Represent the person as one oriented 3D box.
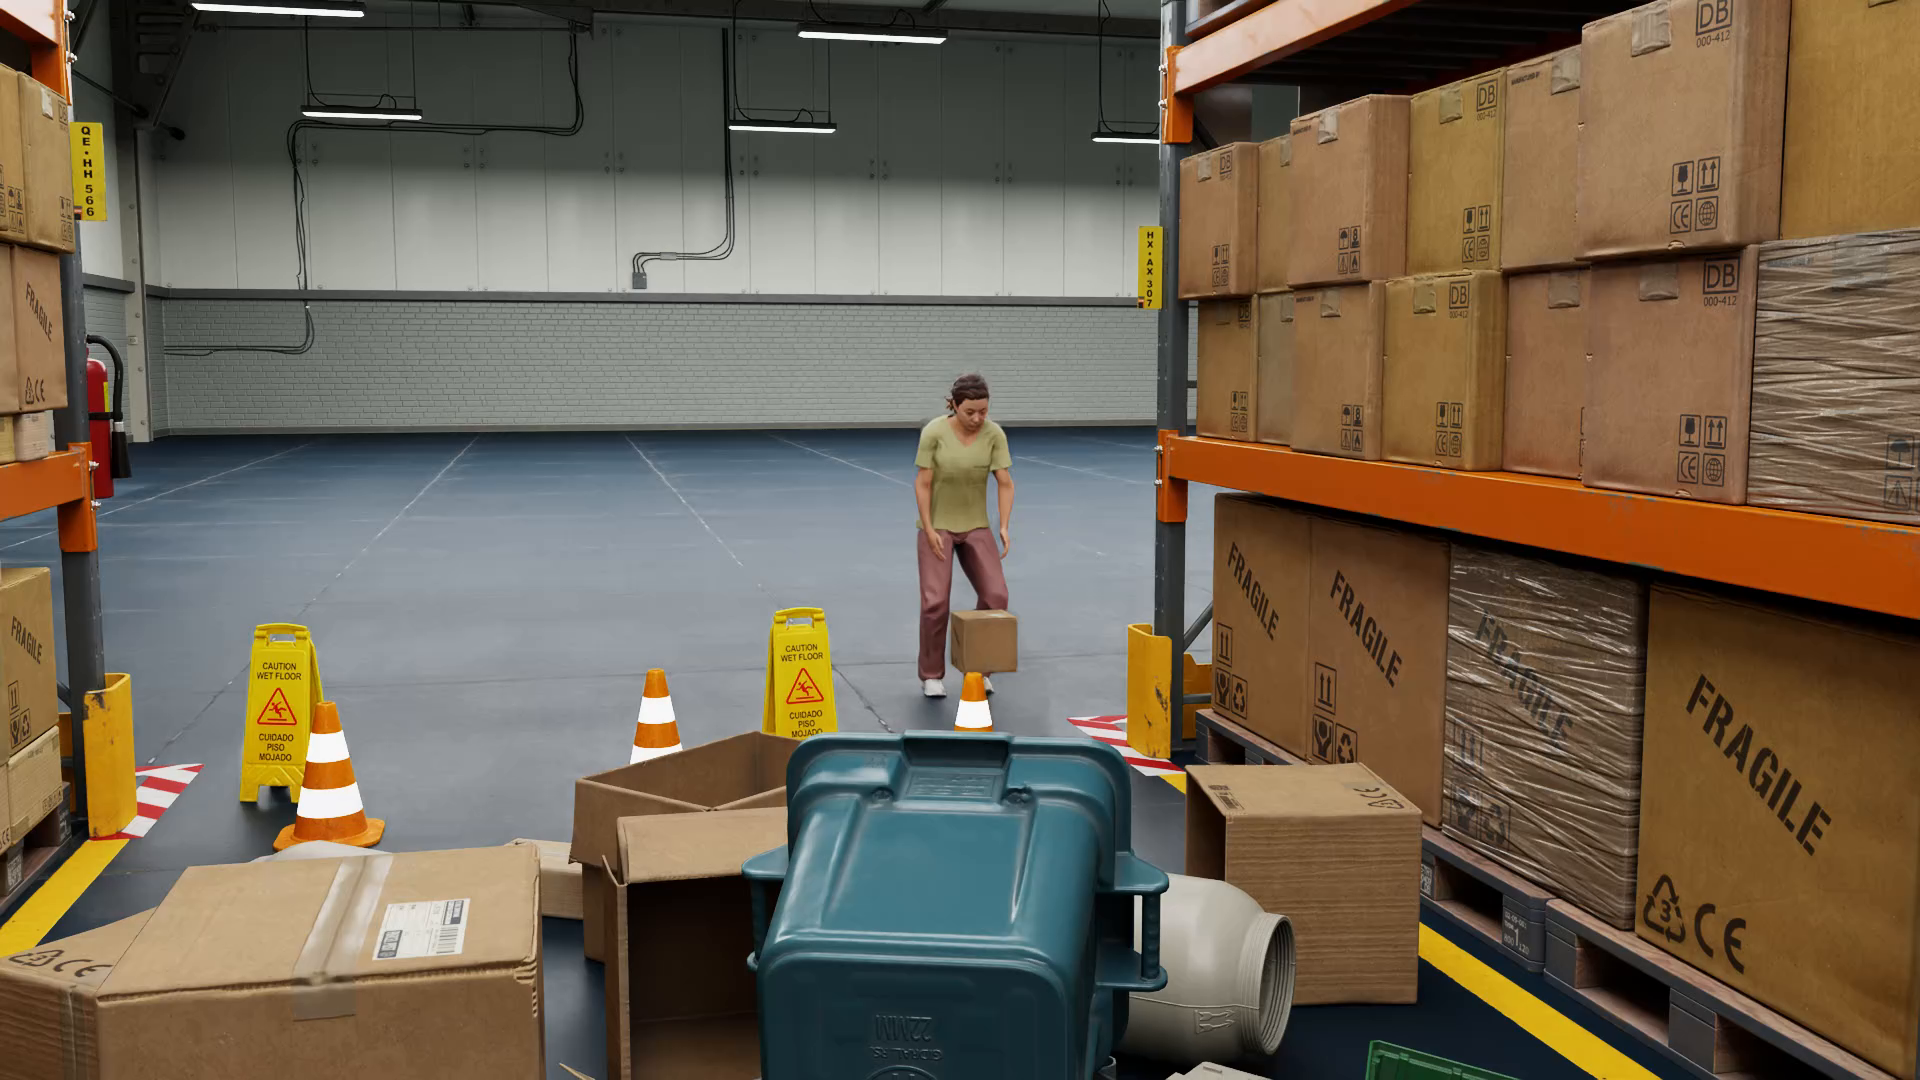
[{"bbox_3d":[0.021,-0.028,8.005,0.490,1.556,0.489,-1,6,-13],"label":"person"}]
